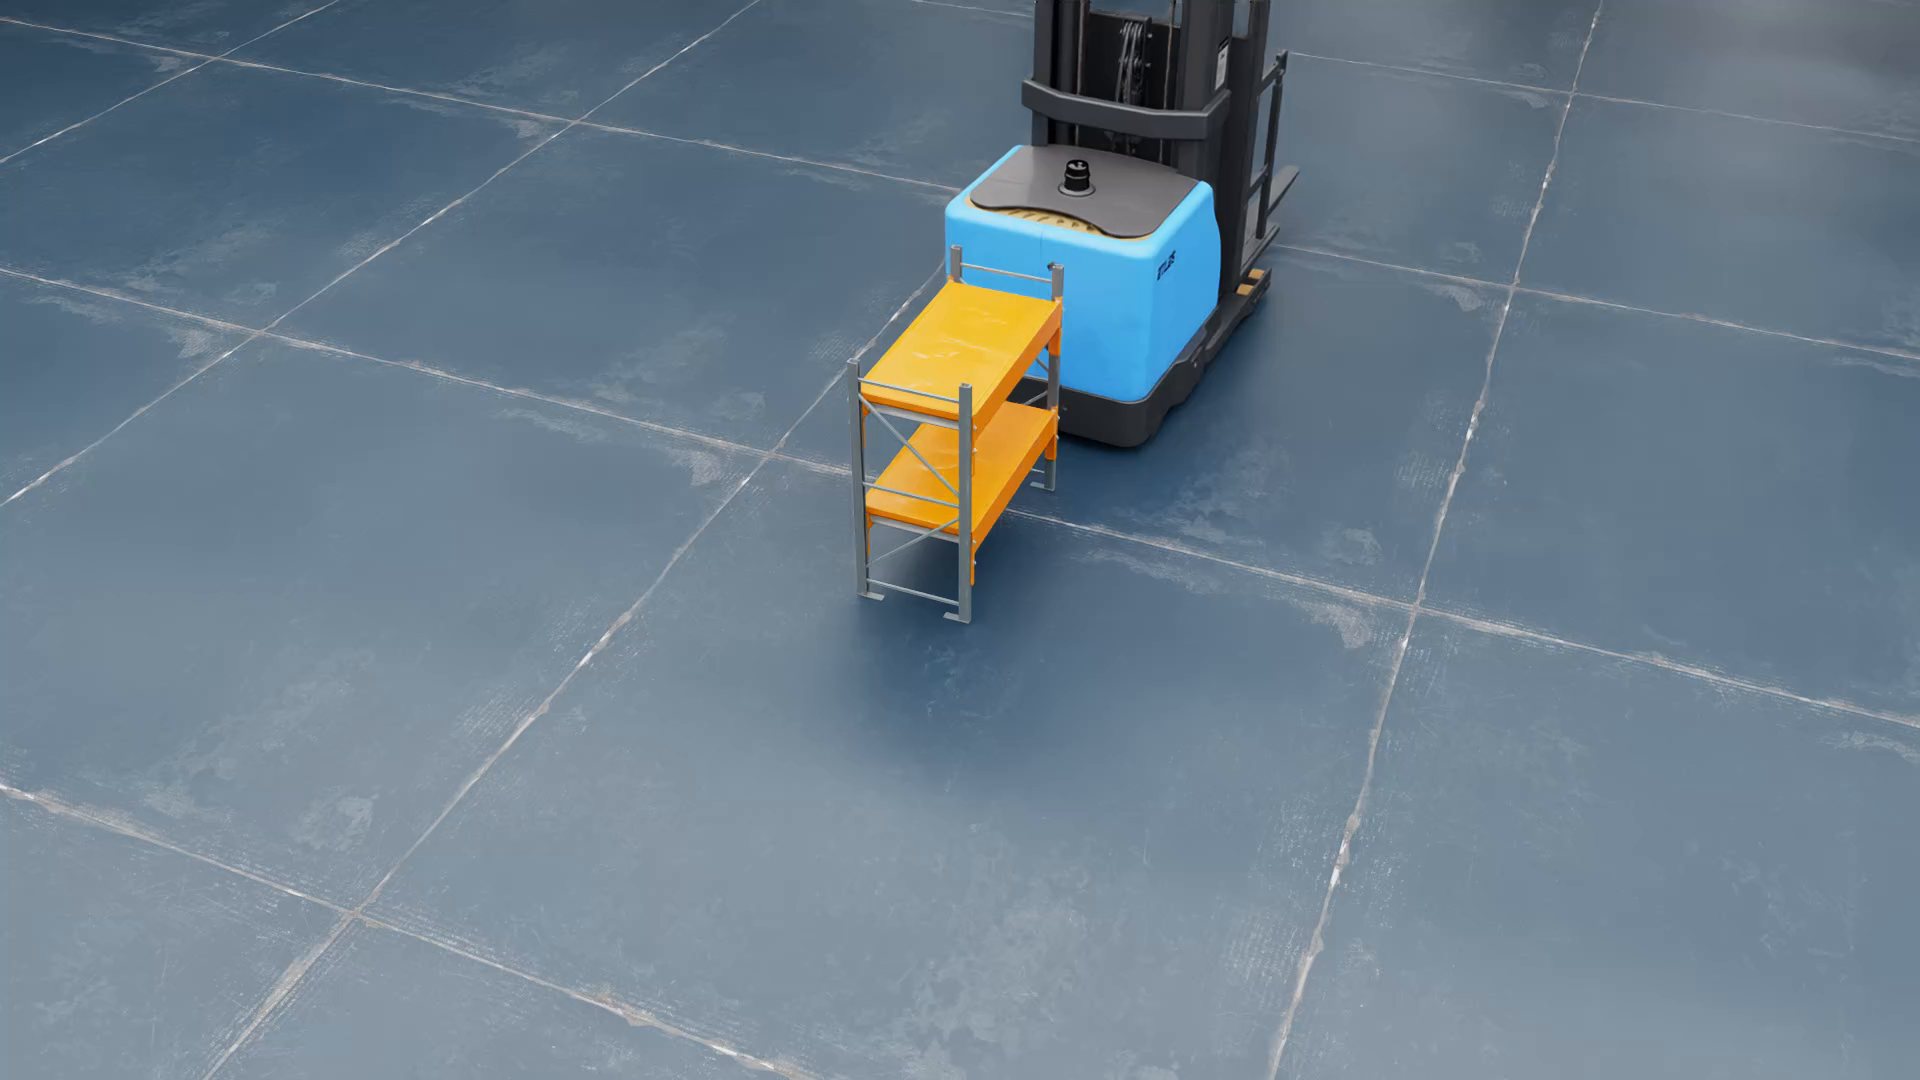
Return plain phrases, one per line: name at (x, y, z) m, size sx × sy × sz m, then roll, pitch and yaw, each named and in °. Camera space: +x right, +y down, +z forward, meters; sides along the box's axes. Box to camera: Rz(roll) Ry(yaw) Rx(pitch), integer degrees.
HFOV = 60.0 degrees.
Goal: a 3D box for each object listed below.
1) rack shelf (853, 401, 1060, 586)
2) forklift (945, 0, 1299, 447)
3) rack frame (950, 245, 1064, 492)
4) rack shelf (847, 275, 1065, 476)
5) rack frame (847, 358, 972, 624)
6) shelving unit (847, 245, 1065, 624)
rack shelf at (0.003, -0.258, 7.065) m, size 0.538 × 0.278 × 1.000 m, roll 14°, pitch 39°, yaw 18°
forklift at (1.027, -2.476, 8.115) m, size 1.130 × 2.935 × 3.031 m, roll 17°, pitch 40°, yaw 21°
rack frame at (0.196, -0.736, 7.295) m, size 0.500 × 1.125 × 0.032 m, roll 14°, pitch 39°, yaw 18°
rack shelf at (0.003, -0.689, 6.743) m, size 0.538 × 0.278 × 1.000 m, roll 14°, pitch 39°, yaw 18°
rack frame at (-0.191, -0.173, 6.542) m, size 0.500 × 1.125 × 0.032 m, roll 14°, pitch 39°, yaw 18°
shelving unit at (0.003, -0.454, 6.918) m, size 0.538 × 1.125 × 1.048 m, roll 14°, pitch 39°, yaw 18°
